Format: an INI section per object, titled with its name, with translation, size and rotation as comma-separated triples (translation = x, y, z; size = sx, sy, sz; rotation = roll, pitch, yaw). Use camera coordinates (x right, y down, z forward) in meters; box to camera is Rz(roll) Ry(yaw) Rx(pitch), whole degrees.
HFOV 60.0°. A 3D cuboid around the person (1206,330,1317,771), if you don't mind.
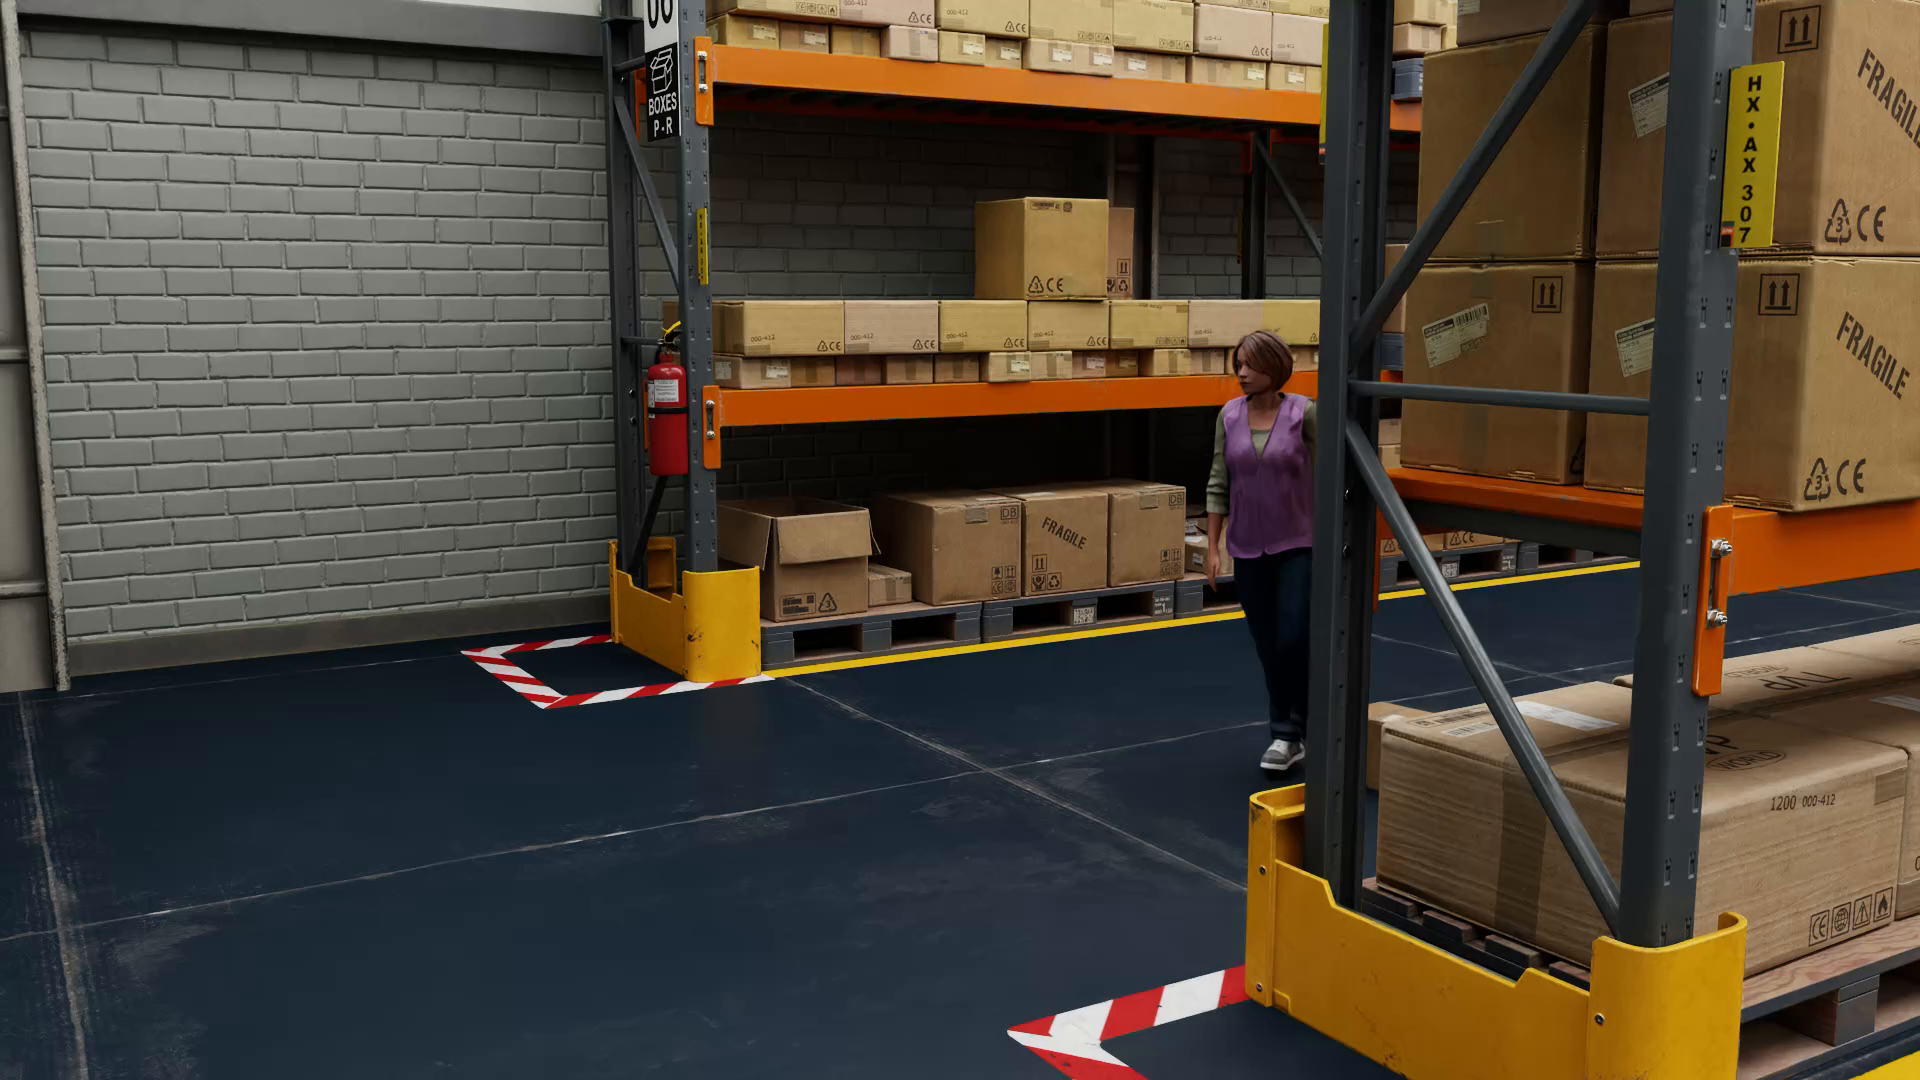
[person]
translation = 1.139, 0.049, 5.916
size = 0.522, 1.585, 0.439
rotation = 5, 10, 29
